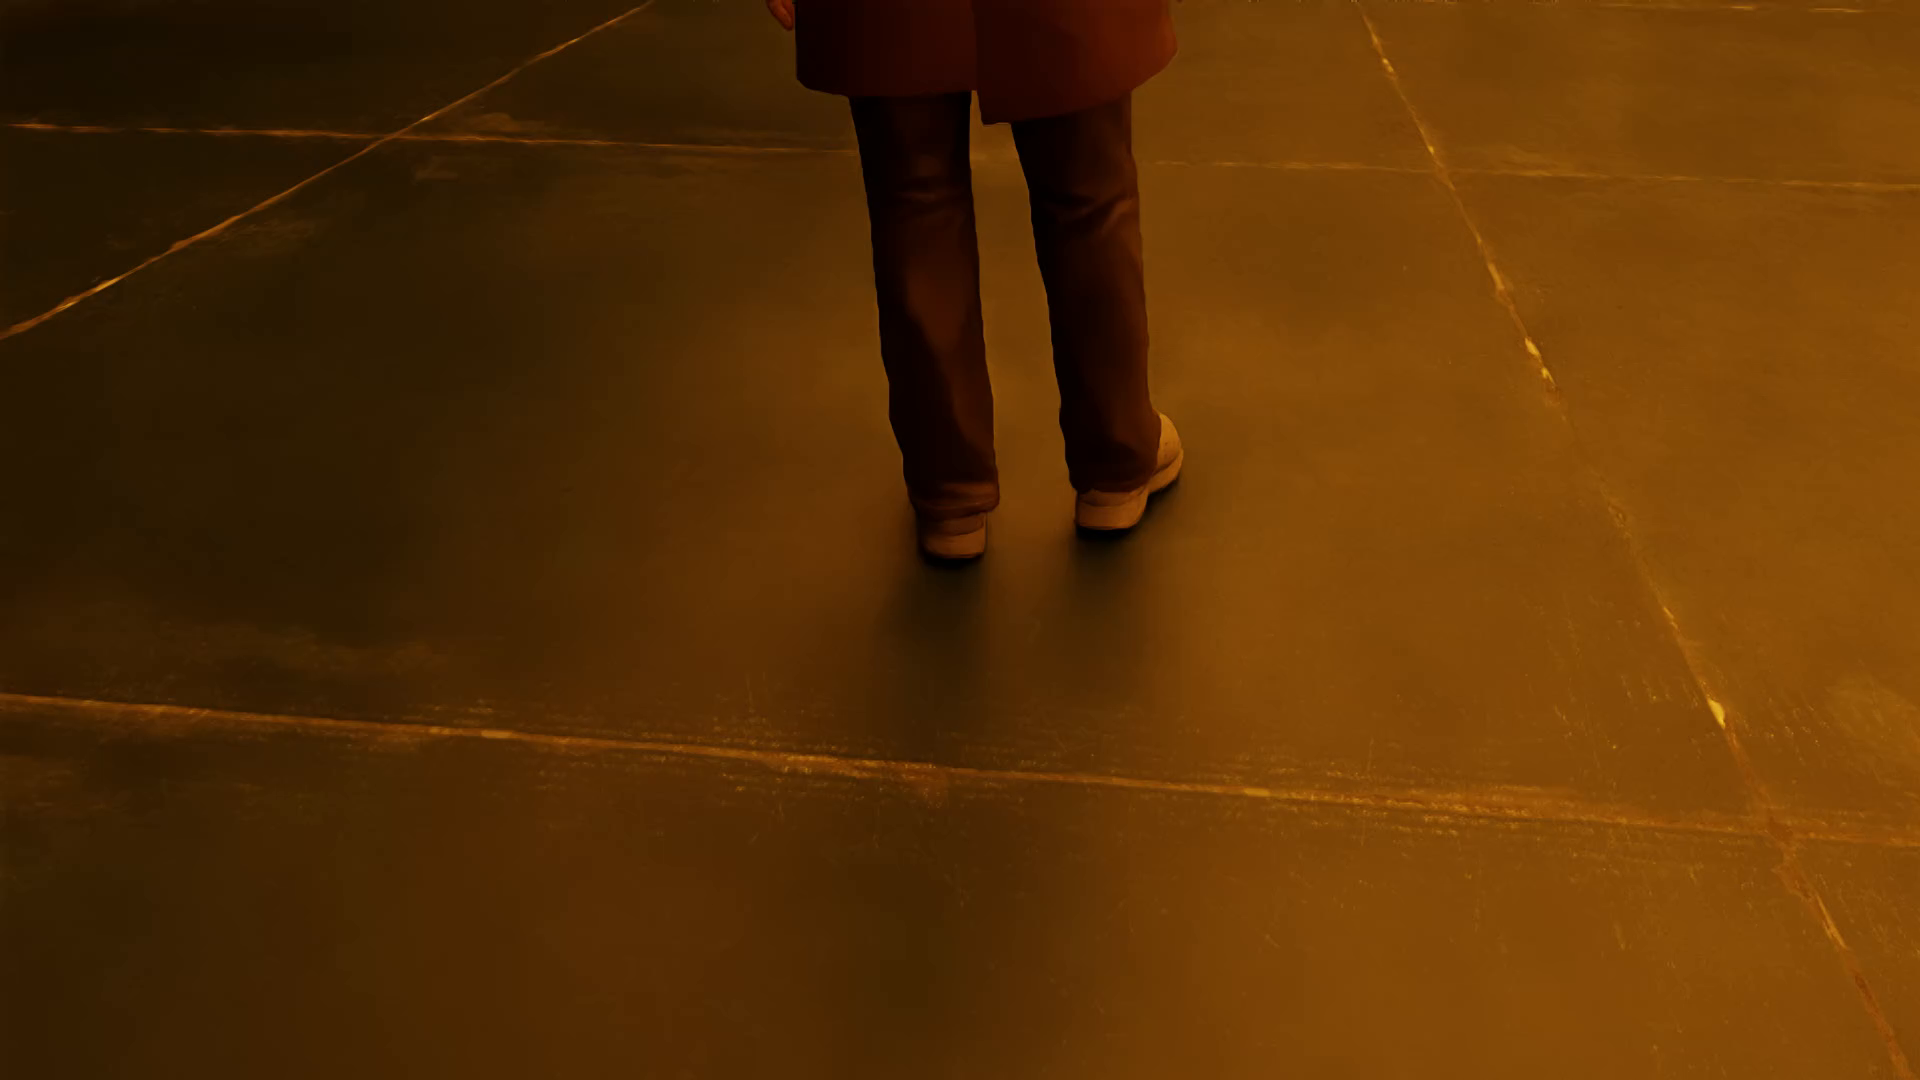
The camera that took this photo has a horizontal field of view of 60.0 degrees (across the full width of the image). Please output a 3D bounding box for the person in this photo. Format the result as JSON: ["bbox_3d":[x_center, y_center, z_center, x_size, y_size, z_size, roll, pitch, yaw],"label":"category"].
[{"bbox_3d":[0.017,-0.842,2.181,0.694,1.776,0.580,3,27,7],"label":"person"}]
